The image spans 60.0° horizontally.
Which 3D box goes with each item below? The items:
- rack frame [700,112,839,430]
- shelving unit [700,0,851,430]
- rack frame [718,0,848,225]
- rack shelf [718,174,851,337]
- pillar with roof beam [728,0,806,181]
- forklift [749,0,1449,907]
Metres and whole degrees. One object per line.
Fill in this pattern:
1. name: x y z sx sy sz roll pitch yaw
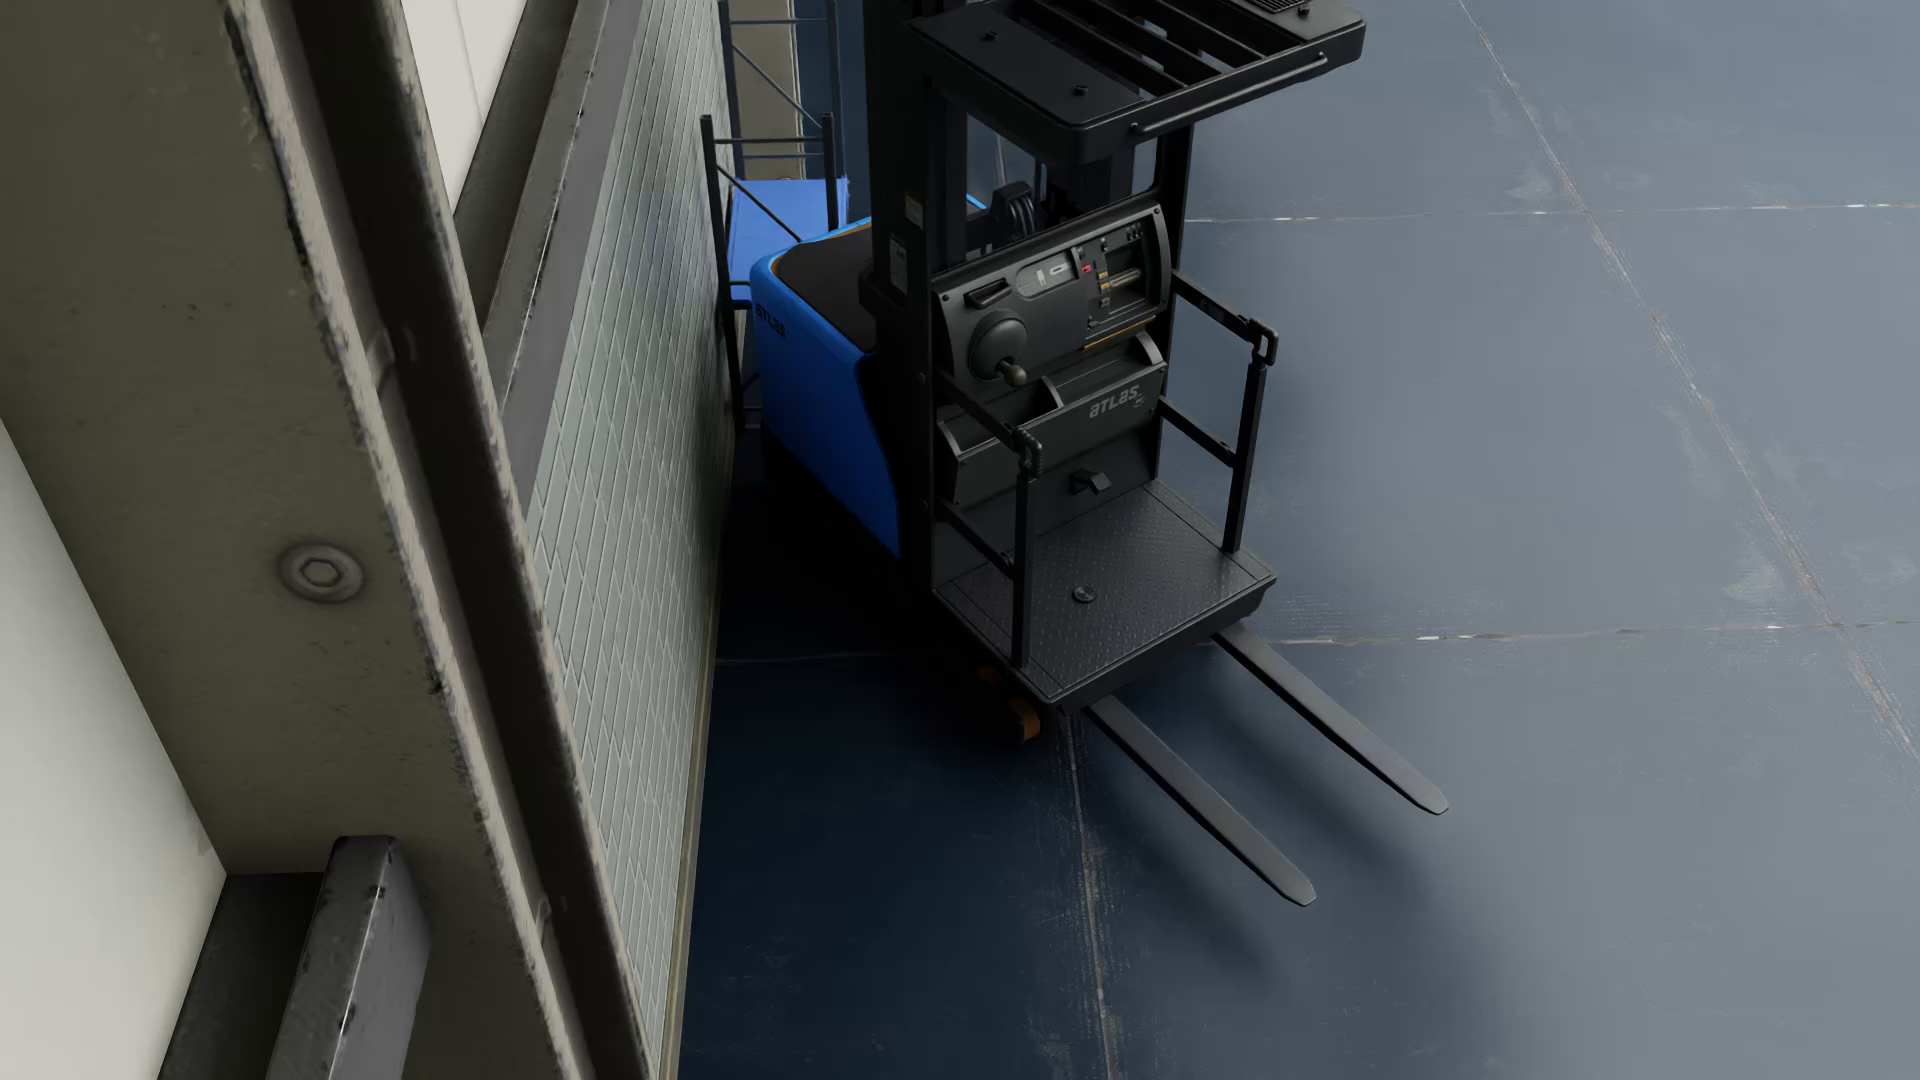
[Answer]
1. rack frame: -0.731 -1.051 6.786 0.500 1.500 0.032 -2 43 -2
2. shelving unit: -0.752 -1.394 7.161 0.538 1.500 1.048 -2 43 -2
3. rack frame: -0.773 -1.737 7.535 0.500 1.500 0.032 -2 43 -2
4. rack shelf: -0.752 -1.261 7.282 0.538 0.185 1.000 -2 43 -2
5. pillar with roof beam: 3.368 -5.019 5.566 9.100 9.000 0.400 -2 43 -2
6. forklift: 0.451 -0.735 5.382 1.130 2.935 3.031 -26 49 -26
